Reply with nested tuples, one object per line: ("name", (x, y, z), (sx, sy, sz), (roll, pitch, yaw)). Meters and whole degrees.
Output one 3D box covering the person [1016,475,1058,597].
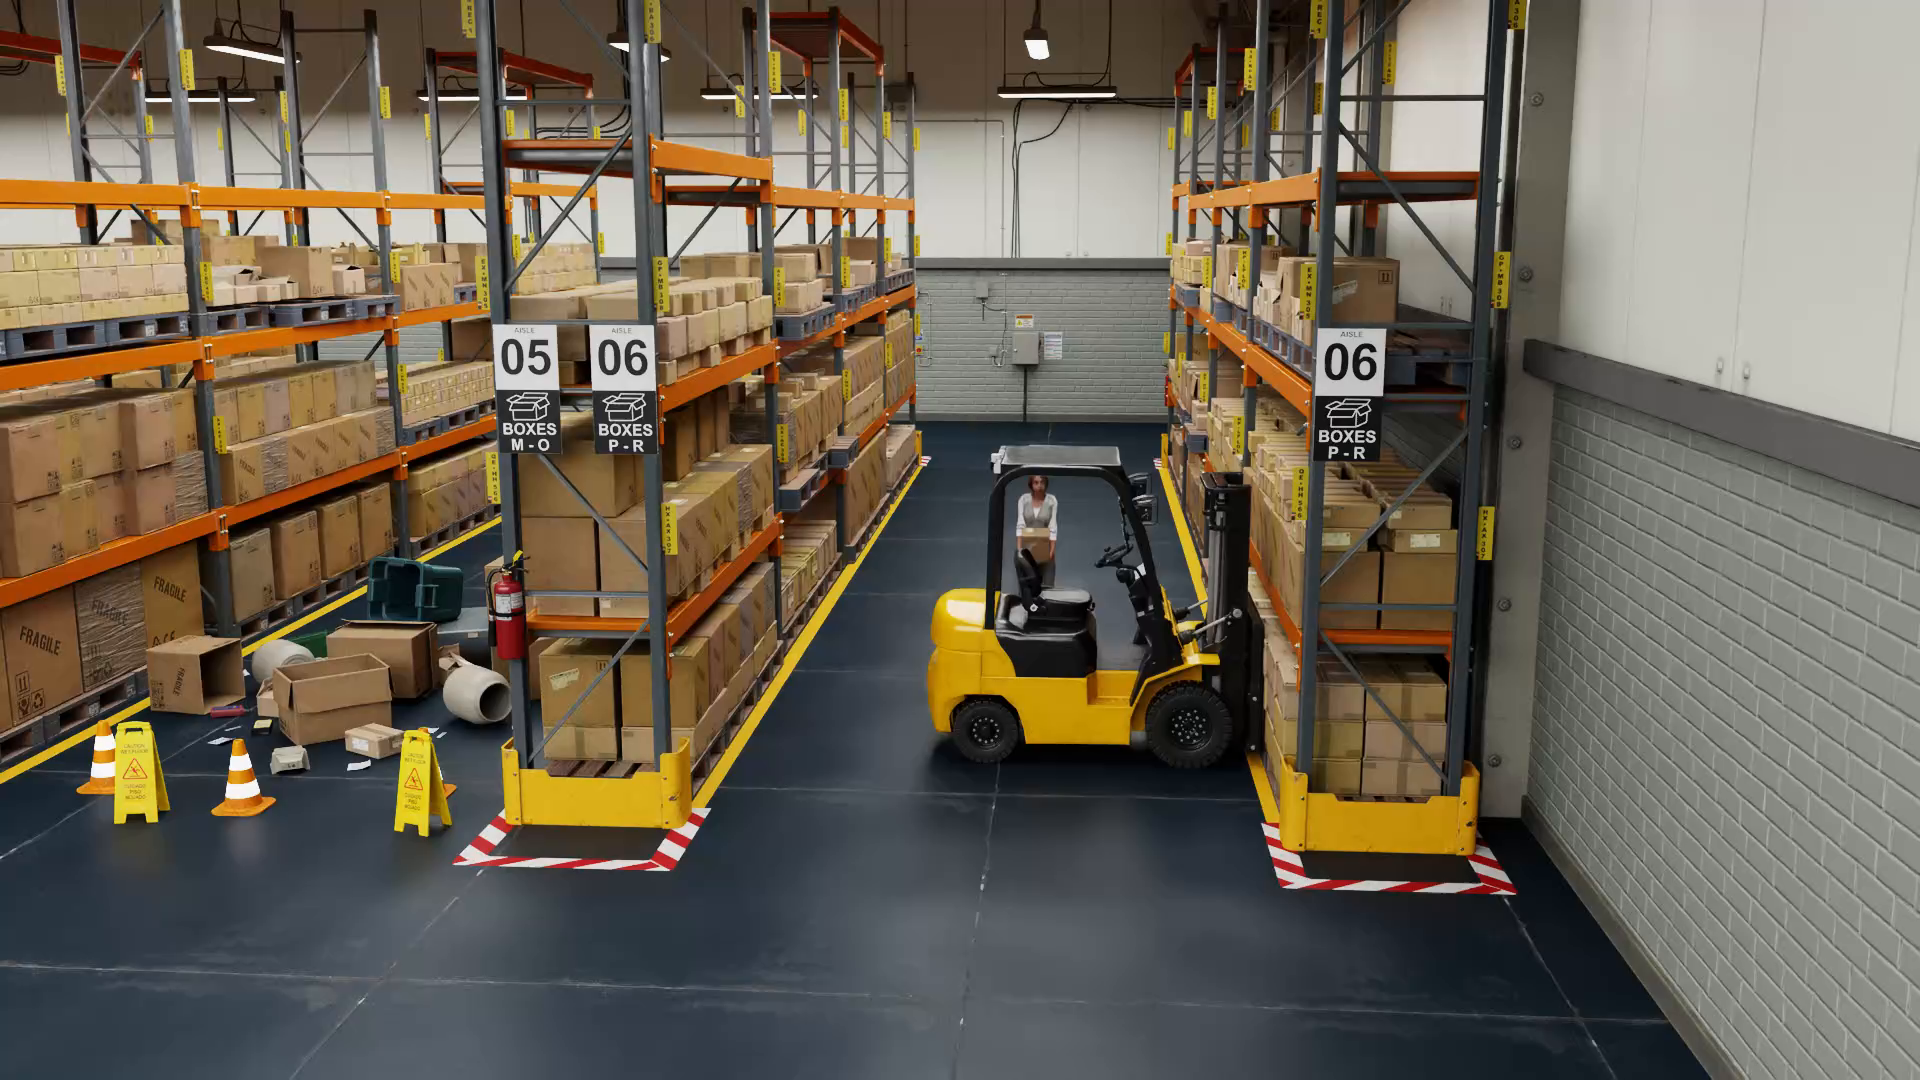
("person", (0.698, 0.163, 15.127), (0.375, 1.599, 0.499), (1, 11, 4))
